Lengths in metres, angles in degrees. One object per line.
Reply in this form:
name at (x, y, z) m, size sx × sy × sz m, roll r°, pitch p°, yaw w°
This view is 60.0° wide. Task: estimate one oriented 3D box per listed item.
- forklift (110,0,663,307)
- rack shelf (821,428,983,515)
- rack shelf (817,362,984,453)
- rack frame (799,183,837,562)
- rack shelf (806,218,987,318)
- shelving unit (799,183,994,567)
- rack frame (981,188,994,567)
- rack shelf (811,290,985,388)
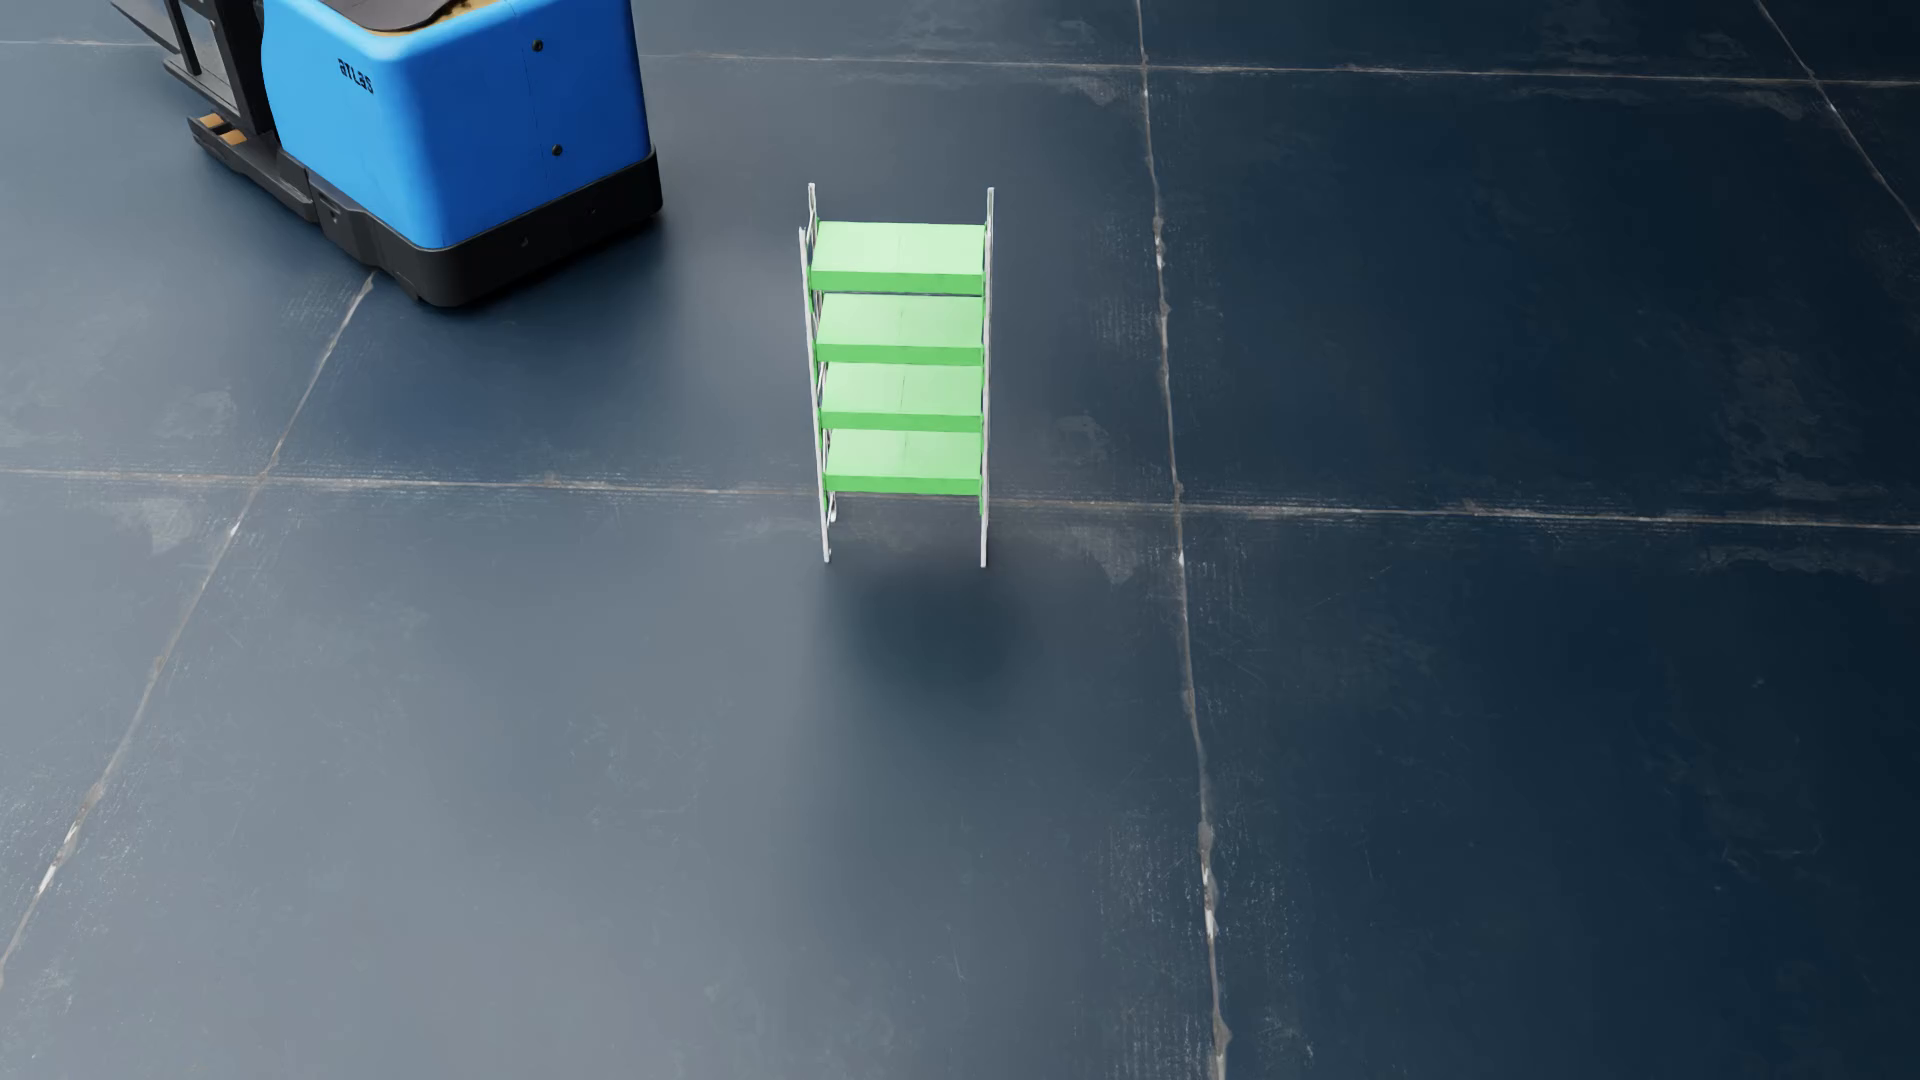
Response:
forklift at (-2.572, -2.819, 6.126) m, size 3.031 × 2.935 × 1.130 m, roll 34°, pitch 53°, yaw 31°
rack shelf at (-0.165, -0.222, 5.054) m, size 0.480 × 0.148 × 0.258 m, roll 2°, pitch 43°, yaw 2°
rack shelf at (-0.165, -0.397, 4.890) m, size 0.480 × 0.148 × 0.258 m, roll 2°, pitch 43°, yaw 2°
rack frame at (-0.409, -0.452, 4.855) m, size 0.015 × 1.200 × 0.240 m, roll 2°, pitch 43°, yaw 2°
rack shelf at (-0.165, -0.749, 4.563) m, size 0.480 × 0.148 × 0.258 m, roll 2°, pitch 43°, yaw 2°
shelving unit at (-0.165, -0.444, 4.846) m, size 0.503 × 1.200 × 0.258 m, roll 2°, pitch 43°, yaw 2°
rack frame at (0.078, -0.437, 4.838) m, size 0.015 × 1.200 × 0.240 m, roll 2°, pitch 43°, yaw 2°
rack shelf at (-0.165, -0.573, 4.726) m, size 0.480 × 0.148 × 0.258 m, roll 2°, pitch 43°, yaw 2°
